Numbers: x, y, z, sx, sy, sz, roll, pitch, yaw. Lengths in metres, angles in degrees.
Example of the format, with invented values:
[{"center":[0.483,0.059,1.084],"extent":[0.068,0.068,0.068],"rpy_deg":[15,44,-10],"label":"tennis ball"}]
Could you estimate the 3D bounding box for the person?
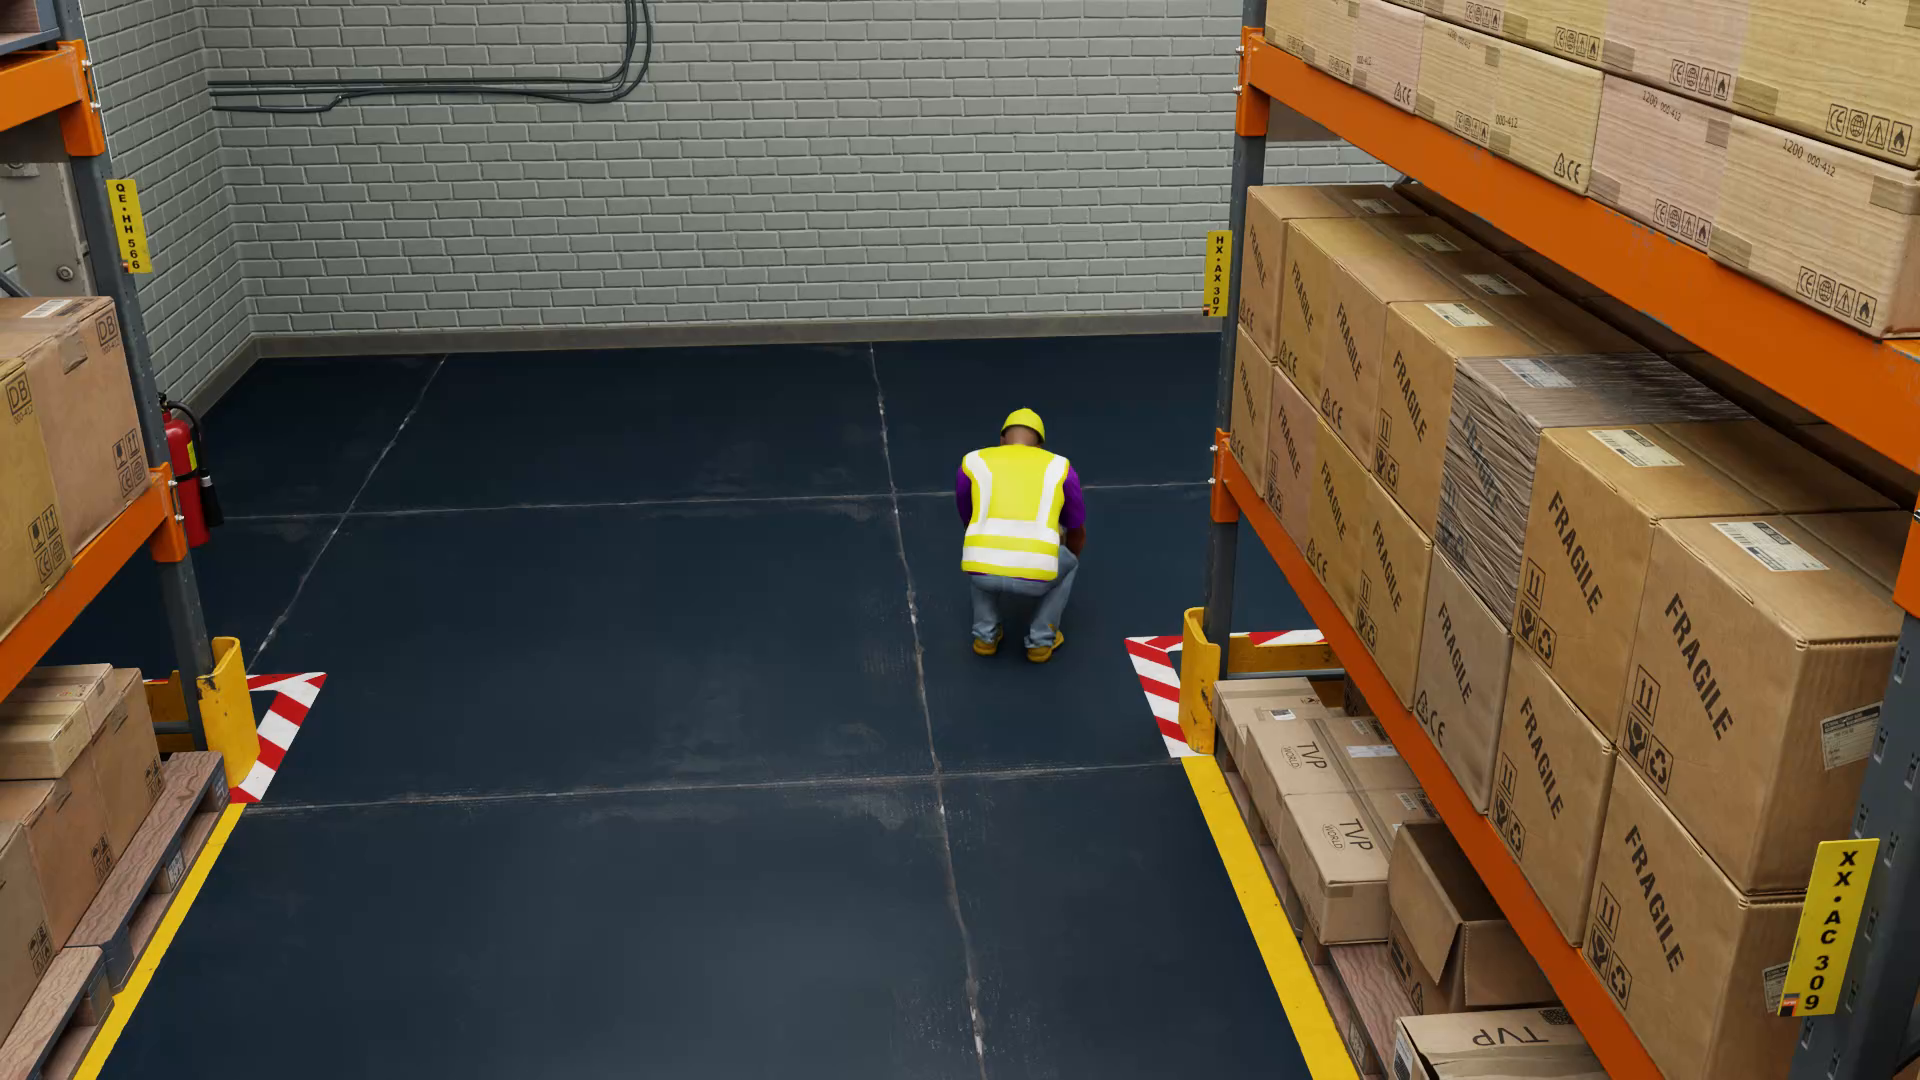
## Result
[{"center":[0.247,-0.022,7.573],"extent":[0.594,1.012,0.875],"rpy_deg":[6,24,14],"label":"person"}]
